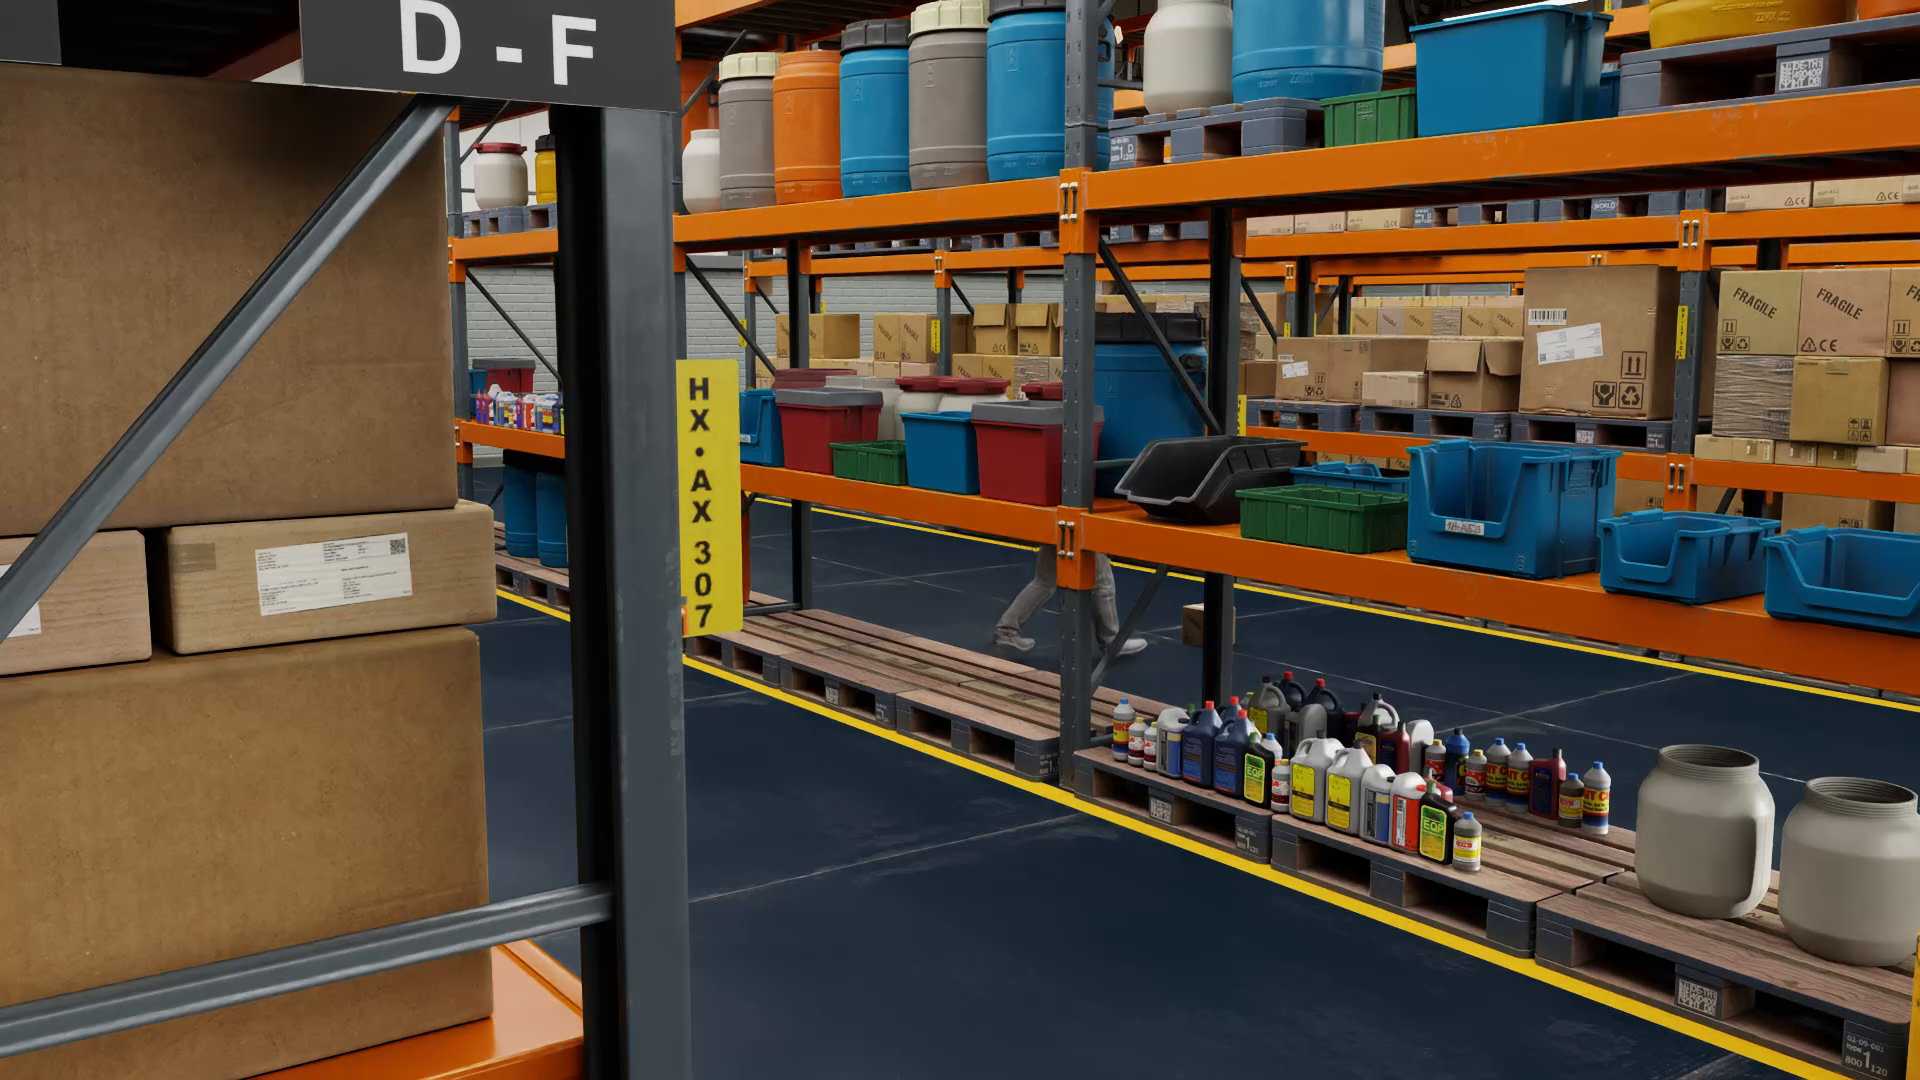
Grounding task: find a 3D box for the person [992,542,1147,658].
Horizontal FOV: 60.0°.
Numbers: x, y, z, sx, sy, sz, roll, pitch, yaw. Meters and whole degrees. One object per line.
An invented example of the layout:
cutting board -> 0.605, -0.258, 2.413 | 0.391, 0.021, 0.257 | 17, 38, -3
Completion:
person -> 0.694, -0.101, 10.577 | 0.999, 1.743, 0.557 | -3, 8, -23
